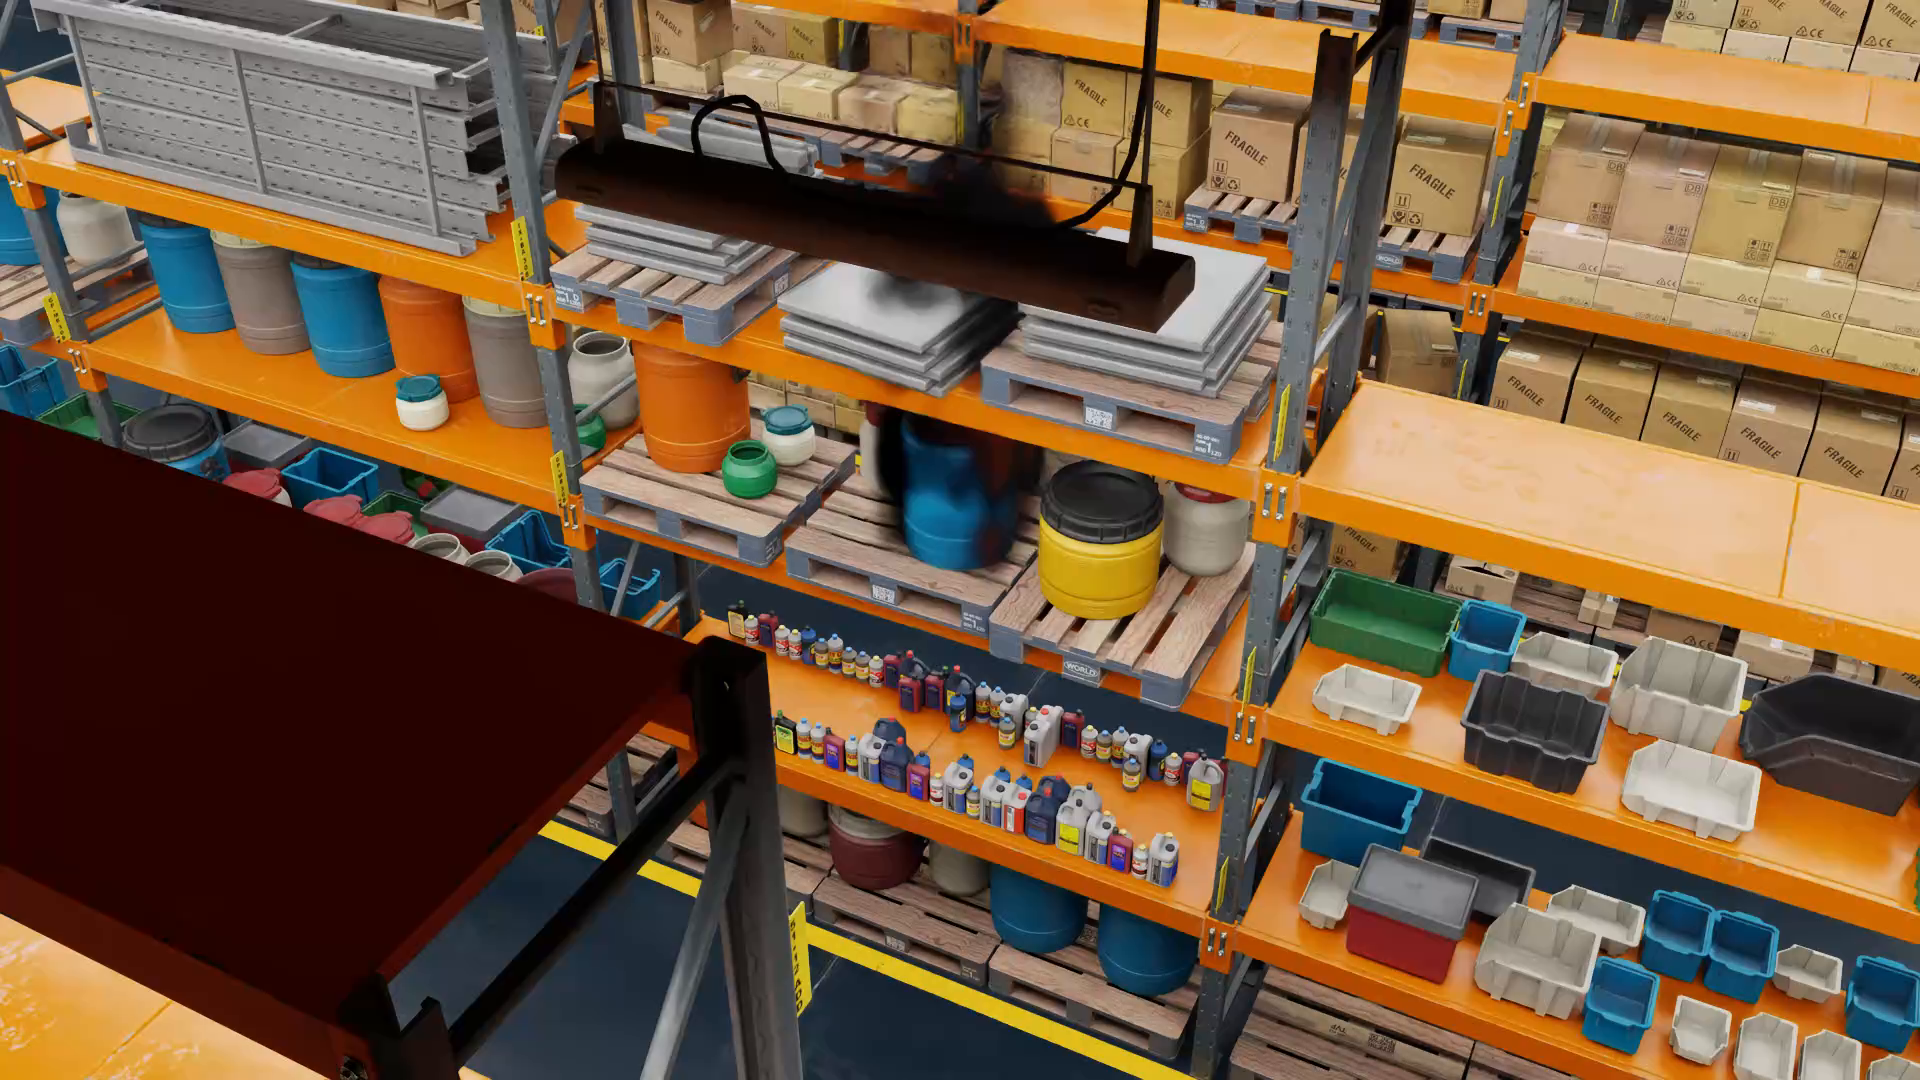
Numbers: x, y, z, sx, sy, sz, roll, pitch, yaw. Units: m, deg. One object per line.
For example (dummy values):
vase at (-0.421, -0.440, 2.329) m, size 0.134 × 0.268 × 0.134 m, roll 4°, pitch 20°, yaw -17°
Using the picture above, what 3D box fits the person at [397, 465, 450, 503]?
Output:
person at (-4.366, -0.831, 13.539) m, size 0.615 × 1.751 × 0.636 m, roll 11°, pitch 36°, yaw 15°
